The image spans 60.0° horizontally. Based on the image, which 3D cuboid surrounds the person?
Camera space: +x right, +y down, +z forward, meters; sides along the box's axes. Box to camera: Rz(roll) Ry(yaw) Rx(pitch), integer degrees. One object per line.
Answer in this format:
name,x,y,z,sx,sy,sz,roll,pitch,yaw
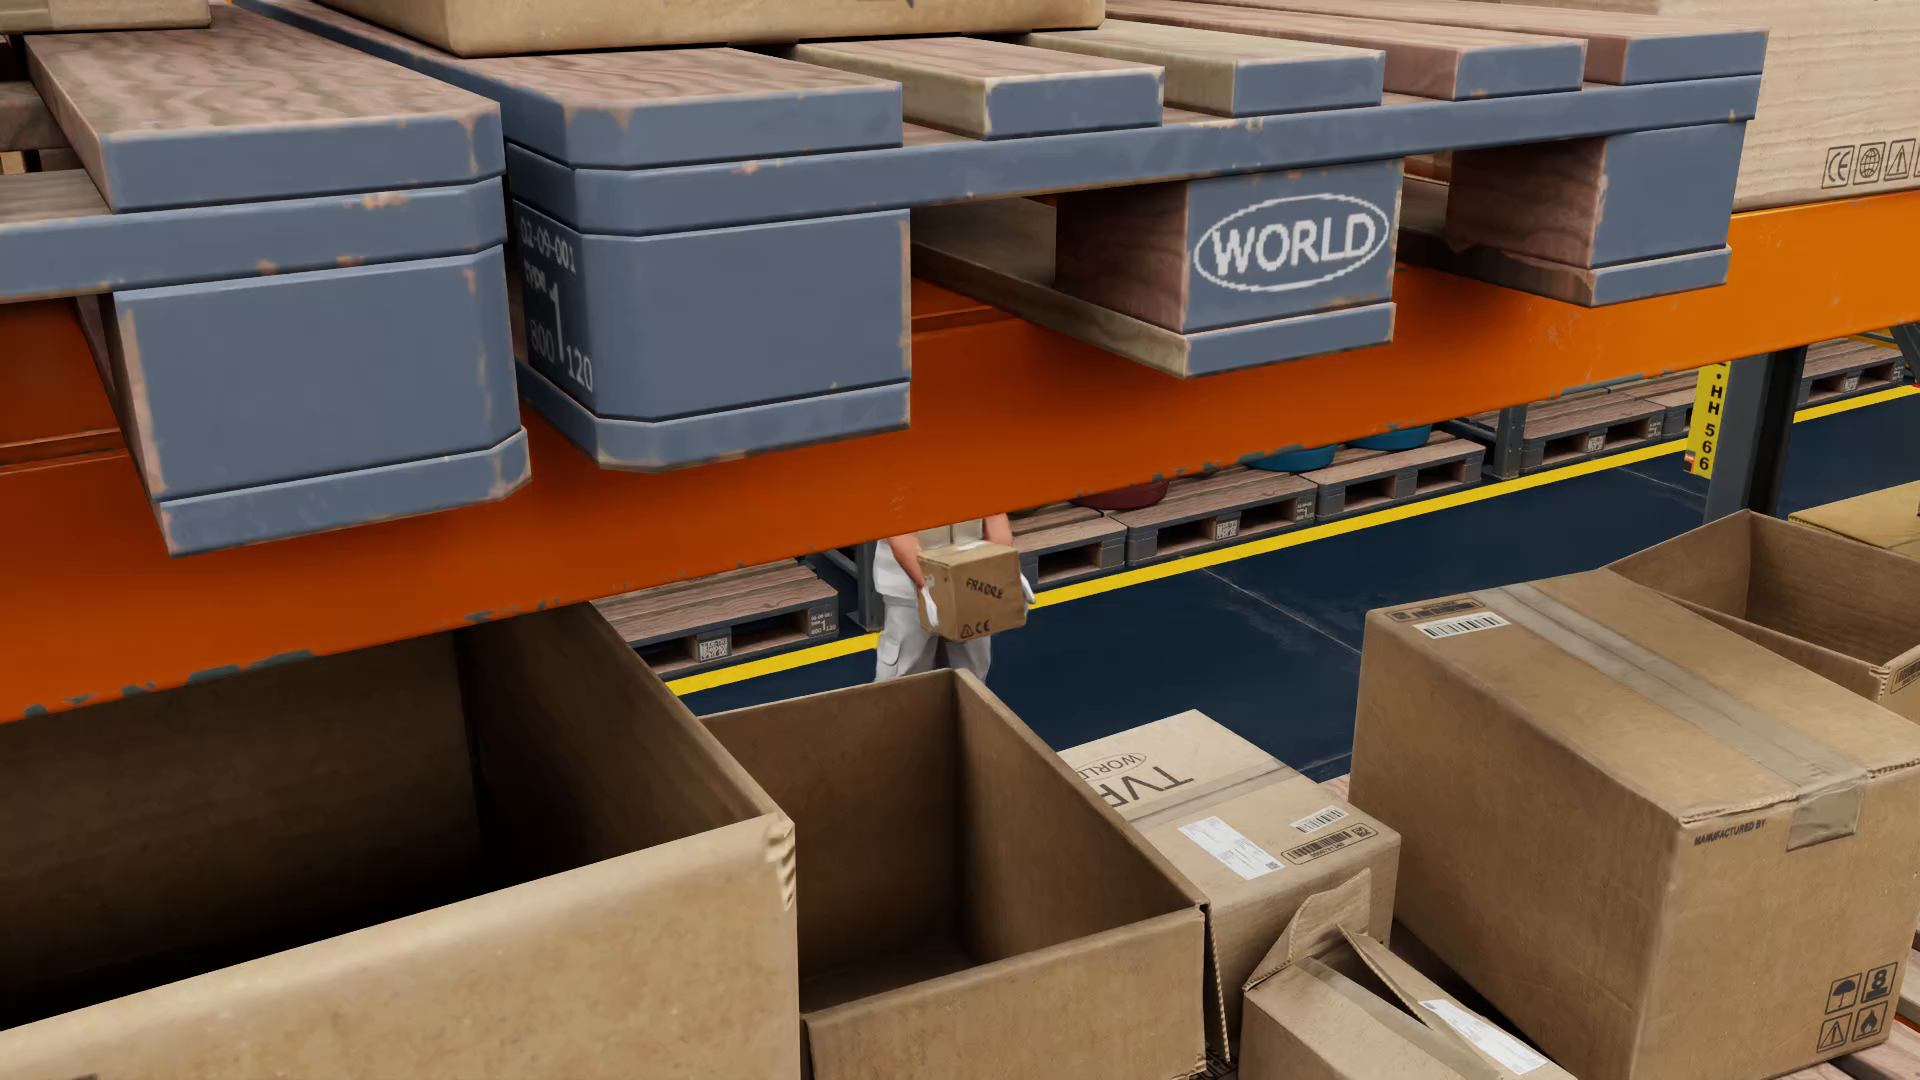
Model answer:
person,-0.031,0.208,5.523,0.510,1.792,0.554,-14,26,-32
